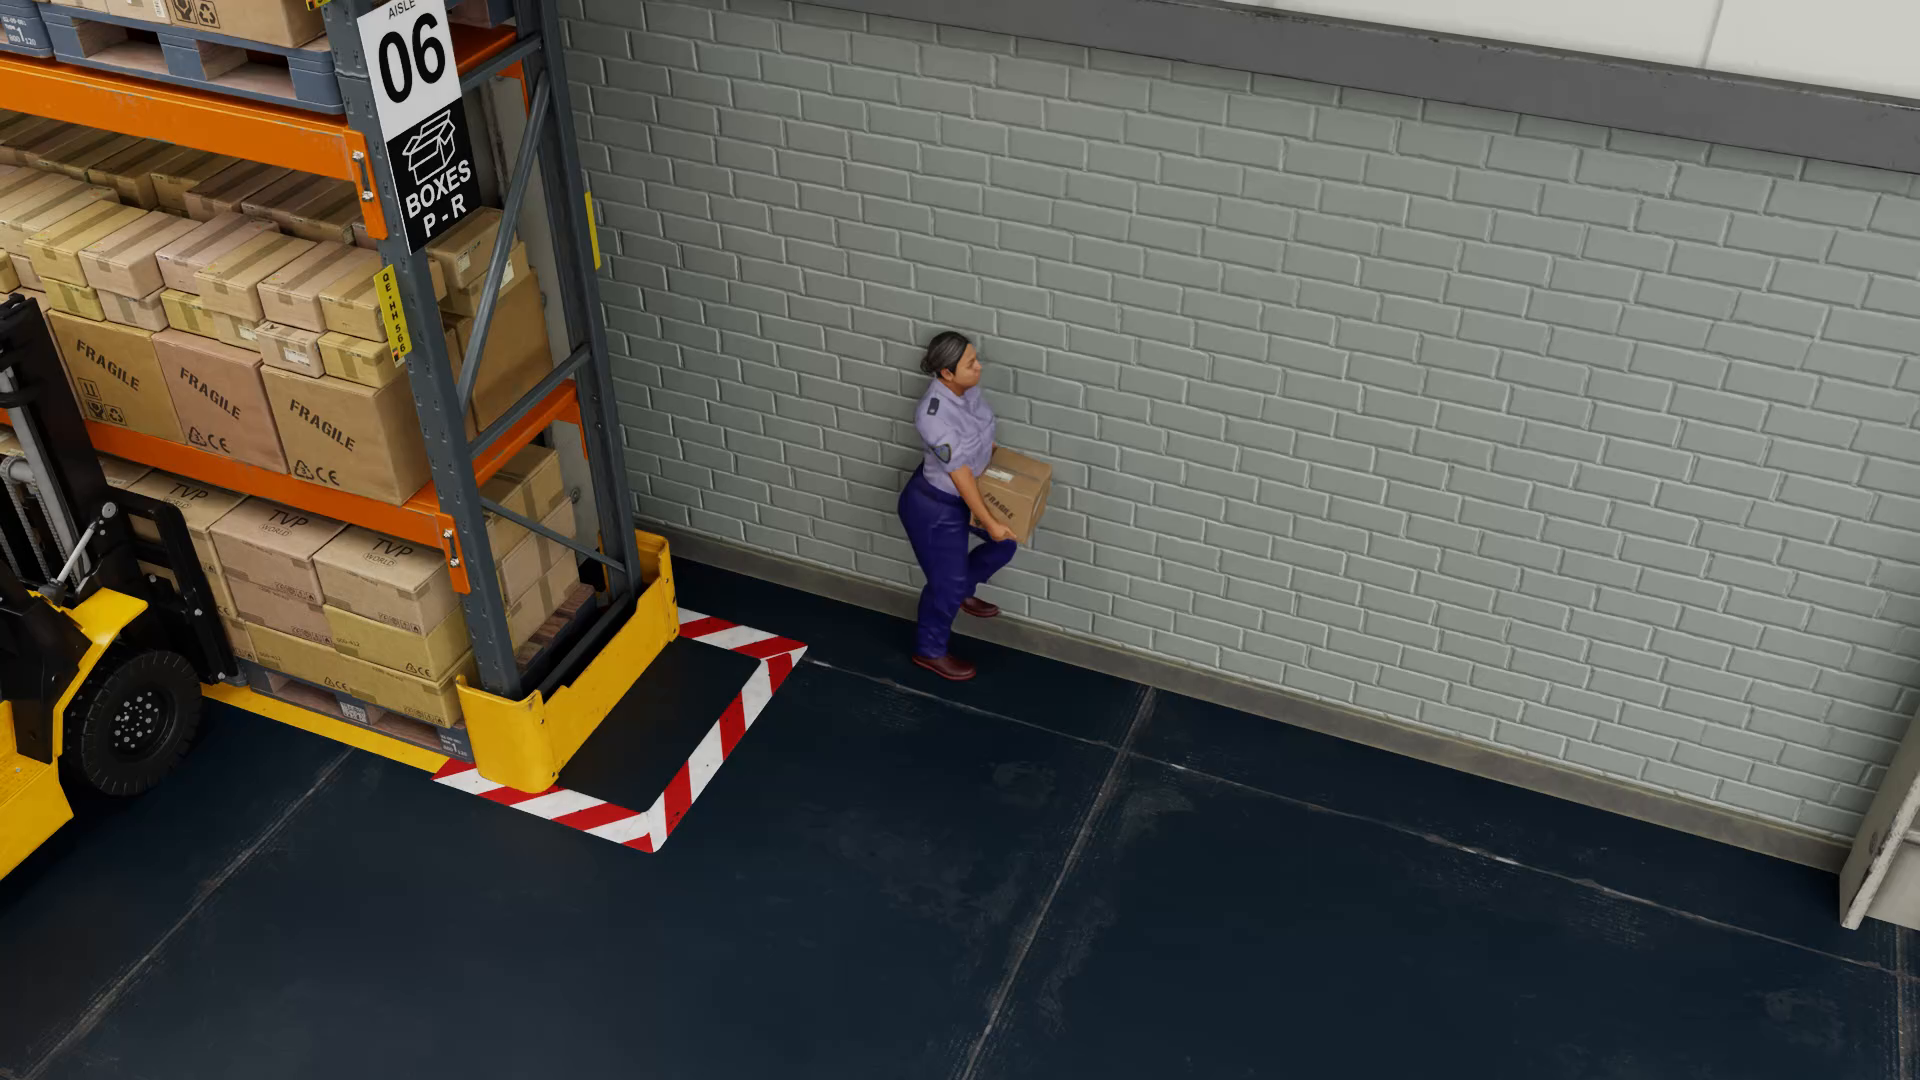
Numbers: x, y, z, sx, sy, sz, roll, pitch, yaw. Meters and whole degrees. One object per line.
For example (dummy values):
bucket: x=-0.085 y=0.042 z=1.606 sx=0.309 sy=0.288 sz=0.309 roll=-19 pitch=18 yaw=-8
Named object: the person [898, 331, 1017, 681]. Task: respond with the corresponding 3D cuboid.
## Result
person: x=0.038 y=-0.150 z=7.038 sx=0.539 sy=1.641 sz=0.458 roll=13 pitch=40 yaw=17
